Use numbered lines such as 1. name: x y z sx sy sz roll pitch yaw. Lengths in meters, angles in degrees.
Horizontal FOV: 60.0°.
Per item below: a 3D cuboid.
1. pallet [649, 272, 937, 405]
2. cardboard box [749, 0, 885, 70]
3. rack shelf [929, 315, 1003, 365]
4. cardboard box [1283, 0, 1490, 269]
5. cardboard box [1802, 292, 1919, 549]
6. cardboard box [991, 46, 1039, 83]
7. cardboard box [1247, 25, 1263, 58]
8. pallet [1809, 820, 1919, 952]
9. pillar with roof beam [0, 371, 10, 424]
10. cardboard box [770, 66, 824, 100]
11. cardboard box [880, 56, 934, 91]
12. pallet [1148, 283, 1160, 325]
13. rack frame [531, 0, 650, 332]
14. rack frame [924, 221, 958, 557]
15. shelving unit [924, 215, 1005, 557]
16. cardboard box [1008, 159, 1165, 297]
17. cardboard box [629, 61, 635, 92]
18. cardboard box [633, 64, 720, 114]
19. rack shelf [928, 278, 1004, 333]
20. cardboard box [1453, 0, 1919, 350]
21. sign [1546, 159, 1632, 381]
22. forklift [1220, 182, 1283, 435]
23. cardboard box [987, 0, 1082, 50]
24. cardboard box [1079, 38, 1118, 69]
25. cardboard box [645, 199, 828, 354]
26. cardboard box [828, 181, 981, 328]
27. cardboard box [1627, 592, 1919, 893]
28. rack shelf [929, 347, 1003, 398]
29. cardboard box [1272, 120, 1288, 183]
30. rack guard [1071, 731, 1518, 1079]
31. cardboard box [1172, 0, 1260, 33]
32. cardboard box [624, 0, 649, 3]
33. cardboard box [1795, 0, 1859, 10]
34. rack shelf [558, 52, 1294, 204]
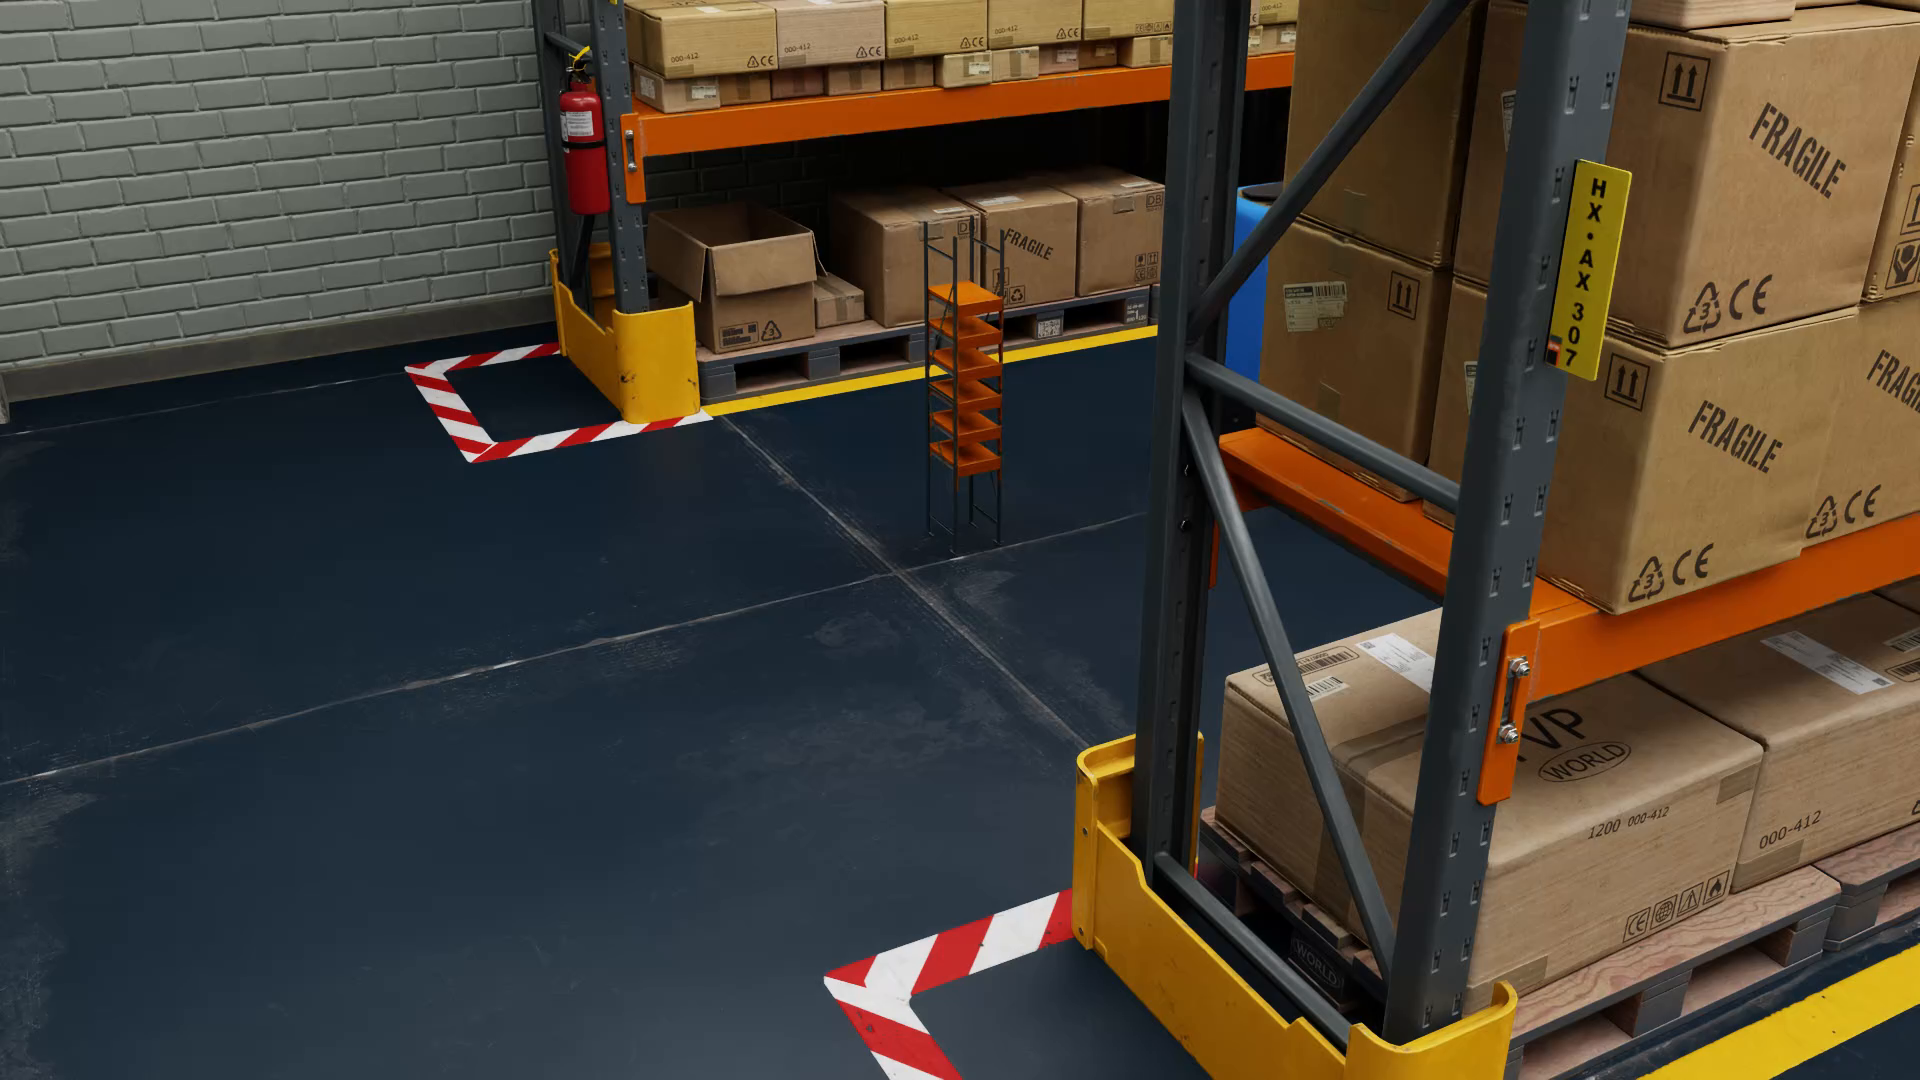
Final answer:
1. pallet: -0.864 -1.014 8.119 1.213 0.211 1.003 -13 29 -25
2. cardboard box: -0.662 -2.252 7.304 0.500 0.250 0.500 -13 28 -25
3. rack shelf: 0.013 -0.720 5.912 0.180 0.103 0.258 -13 29 -25
4. cardboard box: 1.019 -0.883 3.353 0.500 0.500 0.500 -12 28 -23
5. cardboard box: 1.697 -0.345 3.388 0.500 0.500 0.500 -13 29 -26
6. cardboard box: 0.168 -2.247 7.755 0.250 0.149 0.380 -12 28 -24
7. cardboard box: 1.296 -2.510 8.302 0.250 0.149 0.380 -12 28 -24
8. pallet: 2.449 0.619 4.716 1.213 0.211 1.003 -13 29 -25
9. pillar with roof beam: -2.411 -2.949 1.995 0.400 9.000 9.100 -13 29 -25
10. cardboard box: -0.796 -2.078 7.404 0.250 0.149 0.380 -13 29 -26
11. cardboard box: -0.313 -2.163 7.579 0.250 0.149 0.380 -13 28 -24
12. pallet: 1.289 -1.511 9.154 1.213 0.211 1.003 -13 29 -25
13. rack frame: -1.634 -2.093 7.144 0.127 3.000 1.000 -13 29 -25
14. rack frame: -0.068 -0.525 5.958 0.006 1.200 0.240 -13 29 -25
15. shelving unit: 0.013 -0.544 5.996 0.189 1.200 0.258 -13 29 -25
16. cardboard box: 0.639 -1.615 8.550 0.500 0.500 0.700 -14 29 -27
17. cardboard box: -1.468 -2.150 7.553 0.250 0.149 0.380 -13 29 -26
18. cardboard box: -1.215 -1.942 7.120 0.250 0.149 0.380 -13 29 -25
19. rack shelf: 0.013 -0.828 5.860 0.180 0.103 0.258 -13 29 -25
20. cardboard box: 1.263 -0.683 2.936 0.500 0.500 0.500 -14 29 -26
21. sign: 0.961 -0.411 2.549 0.005 0.325 0.100 -13 29 -25
22. forklift: 2.555 -1.862 6.742 3.031 2.935 1.130 -12 28 -23
23. cardboard box: 0.225 -2.469 7.756 0.500 0.250 0.500 -14 29 -26
24. cardboard box: 0.559 -2.394 8.061 0.250 0.149 0.380 -13 28 -24
25. cardboard box: -1.049 -1.246 7.778 0.637 0.503 0.797 -14 29 -27
26. cardboard box: -0.277 -1.403 8.110 0.500 0.500 0.700 -12 28 -23
27. cardboard box: 2.044 0.405 4.416 0.875 0.438 0.875 -12 28 -24
28. rack shelf: 0.013 -0.612 5.964 0.180 0.103 0.258 -13 29 -25
29. cardboard box: 2.190 -2.183 9.735 0.500 0.500 0.500 -13 29 -25
30. rack guard: 0.684 0.933 3.728 0.348 0.500 1.175 -13 29 -25
31. cardboard box: 1.126 -2.670 8.175 0.500 0.250 0.500 -13 29 -25
32. cardboard box: -1.353 -2.355 7.518 0.500 0.250 0.500 -12 28 -24
33. cardboard box: 1.347 -1.034 2.917 0.250 0.149 0.380 -12 28 -24
34. rack shelf: 0.131 -2.176 8.148 4.000 0.370 1.077 -13 29 -25
